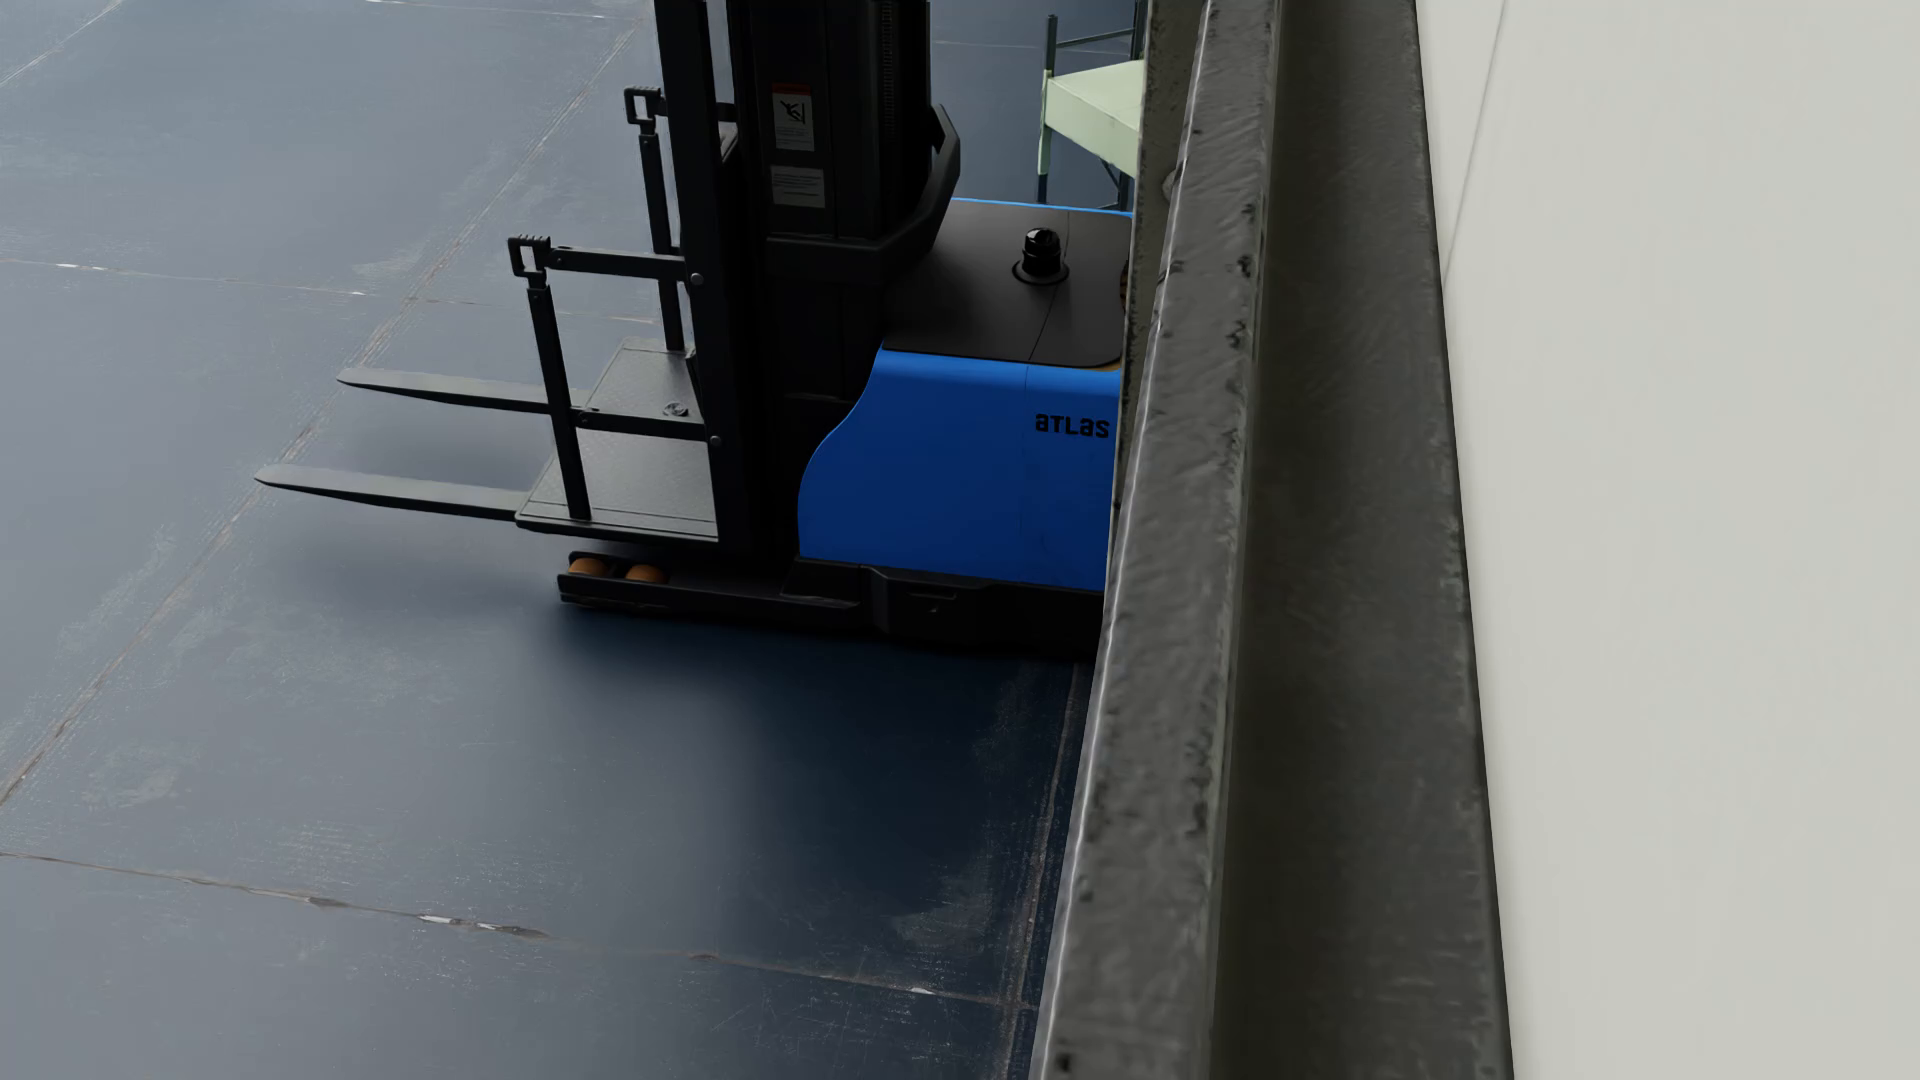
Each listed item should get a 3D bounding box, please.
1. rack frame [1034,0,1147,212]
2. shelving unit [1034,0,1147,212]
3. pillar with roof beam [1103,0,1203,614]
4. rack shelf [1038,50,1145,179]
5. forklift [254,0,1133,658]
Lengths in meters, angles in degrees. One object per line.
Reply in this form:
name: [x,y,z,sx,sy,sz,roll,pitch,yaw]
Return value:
rack frame: [0.434,-1.167,5.977,0.400,1.500,0.023,-19,41,-26]
shelving unit: [0.627,-0.979,5.730,0.431,1.500,0.755,-19,41,-26]
pillar with roof beam: [-3.784,-2.707,1.962,9.100,9.000,0.400,6,40,8]
rack shelf: [0.639,-1.294,5.499,0.431,0.370,0.720,-19,41,-26]
forklift: [-0.856,-1.208,4.911,3.031,2.935,1.130,6,40,8]
